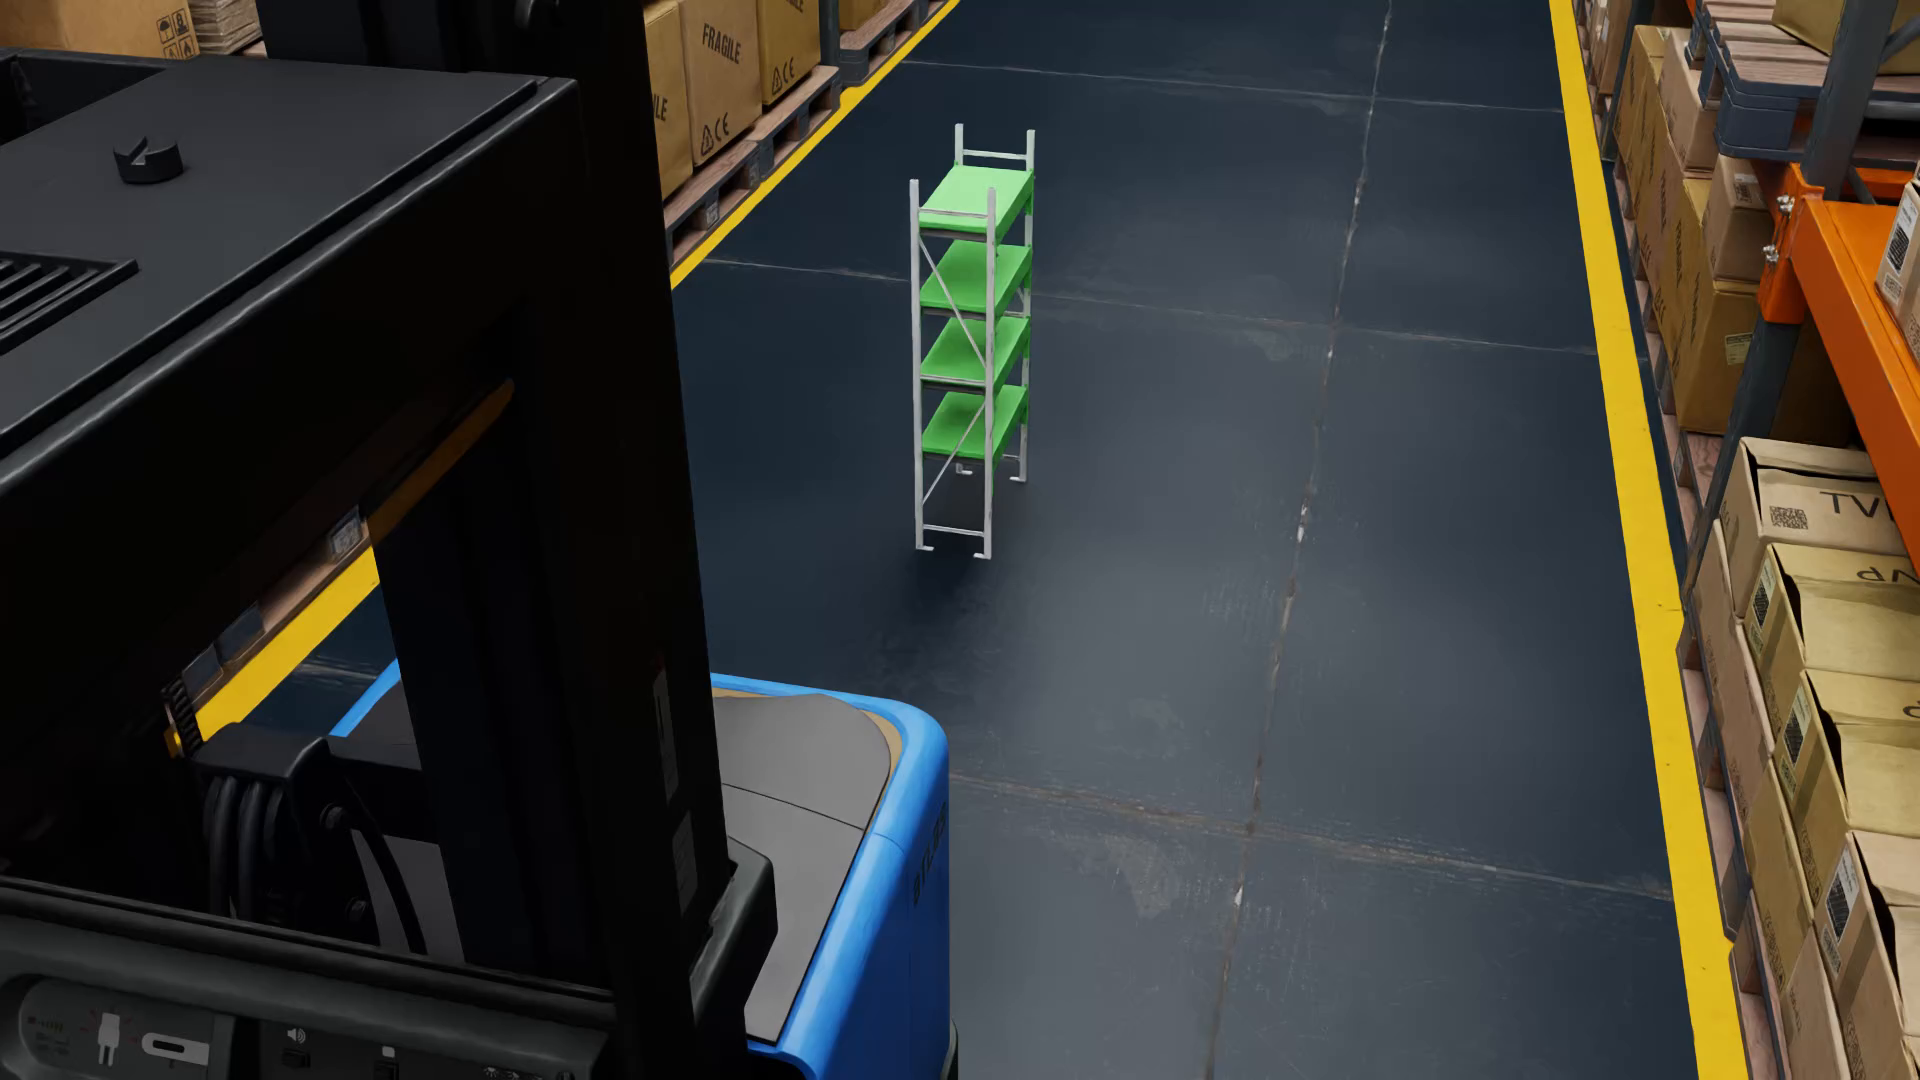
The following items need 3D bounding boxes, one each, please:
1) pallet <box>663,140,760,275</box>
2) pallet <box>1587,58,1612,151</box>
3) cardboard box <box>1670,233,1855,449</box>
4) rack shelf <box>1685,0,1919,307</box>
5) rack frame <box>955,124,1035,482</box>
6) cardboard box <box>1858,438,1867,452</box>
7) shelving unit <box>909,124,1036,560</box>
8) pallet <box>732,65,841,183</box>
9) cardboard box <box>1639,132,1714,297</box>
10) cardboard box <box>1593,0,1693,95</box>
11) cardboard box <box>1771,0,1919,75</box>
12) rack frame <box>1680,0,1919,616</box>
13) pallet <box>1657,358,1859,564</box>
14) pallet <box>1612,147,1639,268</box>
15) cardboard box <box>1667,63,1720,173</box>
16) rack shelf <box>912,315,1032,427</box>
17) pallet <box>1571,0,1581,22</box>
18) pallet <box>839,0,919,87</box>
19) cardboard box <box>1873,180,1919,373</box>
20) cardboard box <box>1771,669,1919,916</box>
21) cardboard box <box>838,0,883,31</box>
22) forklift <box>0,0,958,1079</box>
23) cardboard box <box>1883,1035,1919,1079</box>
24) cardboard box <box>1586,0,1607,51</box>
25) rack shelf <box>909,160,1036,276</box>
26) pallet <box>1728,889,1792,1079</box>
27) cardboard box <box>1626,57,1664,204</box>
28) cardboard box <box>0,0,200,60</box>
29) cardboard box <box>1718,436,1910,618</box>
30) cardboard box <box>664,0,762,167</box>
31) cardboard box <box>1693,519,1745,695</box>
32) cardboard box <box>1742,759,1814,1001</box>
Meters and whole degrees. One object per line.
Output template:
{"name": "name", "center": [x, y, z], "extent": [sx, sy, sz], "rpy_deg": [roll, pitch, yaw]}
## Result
{"name": "pallet", "center": [-1.576, -1.533, 7.465], "extent": [1.003, 0.211, 1.213], "rpy_deg": [8, 33, 12]}
{"name": "pallet", "center": [3.823, -2.263, 8.613], "extent": [1.003, 0.211, 1.213], "rpy_deg": [8, 33, 12]}
{"name": "cardboard box", "center": [2.643, -0.656, 5.405], "extent": [0.500, 0.500, 0.500], "rpy_deg": [9, 34, 14]}
{"name": "rack shelf", "center": [3.140, -1.742, 5.865], "extent": [1.077, 0.370, 4.000], "rpy_deg": [8, 33, 12]}
{"name": "rack frame", "center": [0.104, -0.719, 5.262], "extent": [0.240, 1.200, 0.015], "rpy_deg": [8, 33, 12]}
{"name": "cardboard box", "center": [3.024, -0.336, 4.902], "extent": [0.500, 0.500, 0.500], "rpy_deg": [9, 34, 14]}
{"name": "shelving unit", "center": [0.042, -0.592, 5.063], "extent": [0.258, 1.200, 0.503], "rpy_deg": [8, 33, 12]}
{"name": "pallet", "center": [-1.268, -2.168, 8.464], "extent": [1.003, 0.211, 1.213], "rpy_deg": [8, 33, 12]}
{"name": "cardboard box", "center": [2.901, -1.197, 6.258], "extent": [0.500, 0.500, 0.500], "rpy_deg": [7, 33, 11]}
{"name": "cardboard box", "center": [3.518, -2.548, 8.383], "extent": [0.500, 0.500, 0.500], "rpy_deg": [8, 33, 12]}
{"name": "cardboard box", "center": [2.683, -1.569, 4.438], "extent": [0.700, 0.500, 0.500], "rpy_deg": [-3, 33, -4]}
{"name": "rack frame", "center": [2.632, -1.008, 4.039], "extent": [1.000, 3.000, 0.127], "rpy_deg": [8, 33, 12]}
{"name": "pallet", "center": [2.858, -0.213, 5.389], "extent": [1.003, 0.211, 1.213], "rpy_deg": [8, 33, 12]}
{"name": "pallet", "center": [3.478, -1.479, 7.380], "extent": [1.003, 0.211, 1.213], "rpy_deg": [8, 33, 12]}
{"name": "cardboard box", "center": [2.908, -1.533, 6.087], "extent": [0.500, 0.250, 0.500], "rpy_deg": [7, 33, 11]}
{"name": "rack shelf", "center": [0.042, -0.538, 5.097], "extent": [0.258, 0.148, 0.480], "rpy_deg": [8, 33, 12]}
{"name": "pallet", "center": [4.442, -3.529, 10.605], "extent": [1.003, 0.211, 1.213], "rpy_deg": [8, 33, 12]}
{"name": "pallet", "center": [-0.876, -2.963, 9.714], "extent": [1.003, 0.211, 1.213], "rpy_deg": [8, 33, 12]}
{"name": "cardboard box", "center": [2.218, -0.532, 3.374], "extent": [0.500, 0.311, 0.500], "rpy_deg": [8, 33, 12]}
{"name": "cardboard box", "center": [1.959, 0.509, 3.303], "extent": [0.500, 0.311, 0.500], "rpy_deg": [7, 33, 11]}
{"name": "cardboard box", "center": [-0.856, -3.252, 9.509], "extent": [0.700, 0.500, 0.500], "rpy_deg": [8, 33, 13]}
{"name": "forklift", "center": [-0.846, 0.657, 1.484], "extent": [1.130, 2.935, 3.031], "rpy_deg": [7, 33, 11]}
{"name": "cardboard box", "center": [1.698, 1.036, 2.473], "extent": [0.500, 0.311, 0.500], "rpy_deg": [8, 33, 12]}
{"name": "cardboard box", "center": [3.708, -2.858, 9.046], "extent": [0.500, 0.311, 0.500], "rpy_deg": [8, 33, 12]}
{"name": "rack shelf", "center": [0.042, -0.943, 4.840], "extent": [0.258, 0.148, 0.480], "rpy_deg": [8, 33, 12]}
{"name": "pallet", "center": [2.074, 1.222, 3.131], "extent": [1.003, 0.211, 1.213], "rpy_deg": [8, 33, 12]}
{"name": "cardboard box", "center": [3.164, -1.718, 7.076], "extent": [0.500, 0.500, 0.500], "rpy_deg": [8, 33, 13]}
{"name": "cardboard box", "center": [-2.385, -1.369, 4.104], "extent": [0.700, 0.500, 0.500], "rpy_deg": [5, 33, 8]}
{"name": "cardboard box", "center": [2.215, -0.029, 4.149], "extent": [0.500, 0.311, 0.500], "rpy_deg": [9, 34, 14]}
{"name": "cardboard box", "center": [-1.407, -2.209, 7.542], "extent": [0.750, 0.750, 0.750], "rpy_deg": [9, 34, 14]}
{"name": "cardboard box", "center": [2.215, 0.207, 4.300], "extent": [0.500, 0.250, 0.500], "rpy_deg": [8, 33, 12]}
{"name": "cardboard box", "center": [1.963, 0.739, 3.463], "extent": [0.500, 0.250, 0.500], "rpy_deg": [7, 33, 11]}
